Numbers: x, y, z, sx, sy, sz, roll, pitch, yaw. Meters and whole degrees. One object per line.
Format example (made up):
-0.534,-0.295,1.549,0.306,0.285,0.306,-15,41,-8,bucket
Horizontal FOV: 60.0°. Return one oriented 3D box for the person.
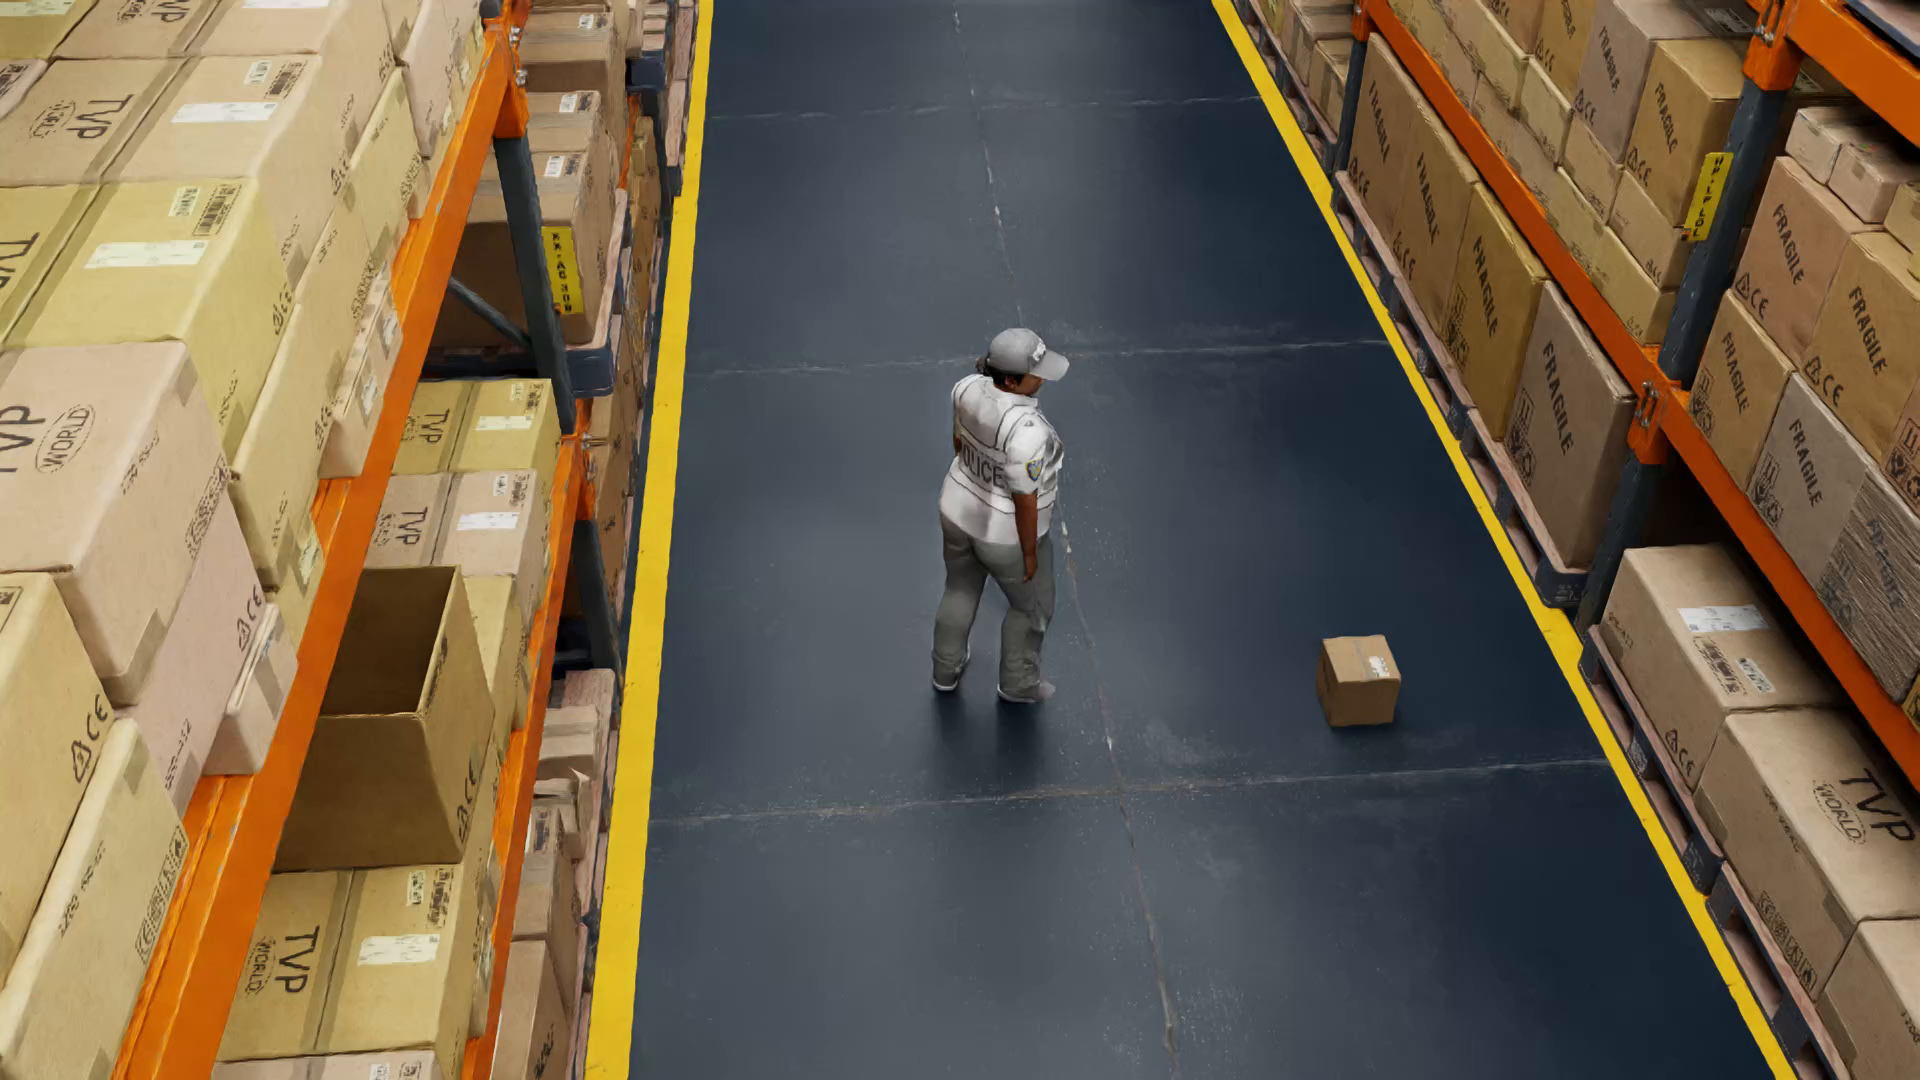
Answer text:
0.137,-0.050,6.254,0.448,1.724,0.519,-29,48,-31,person
